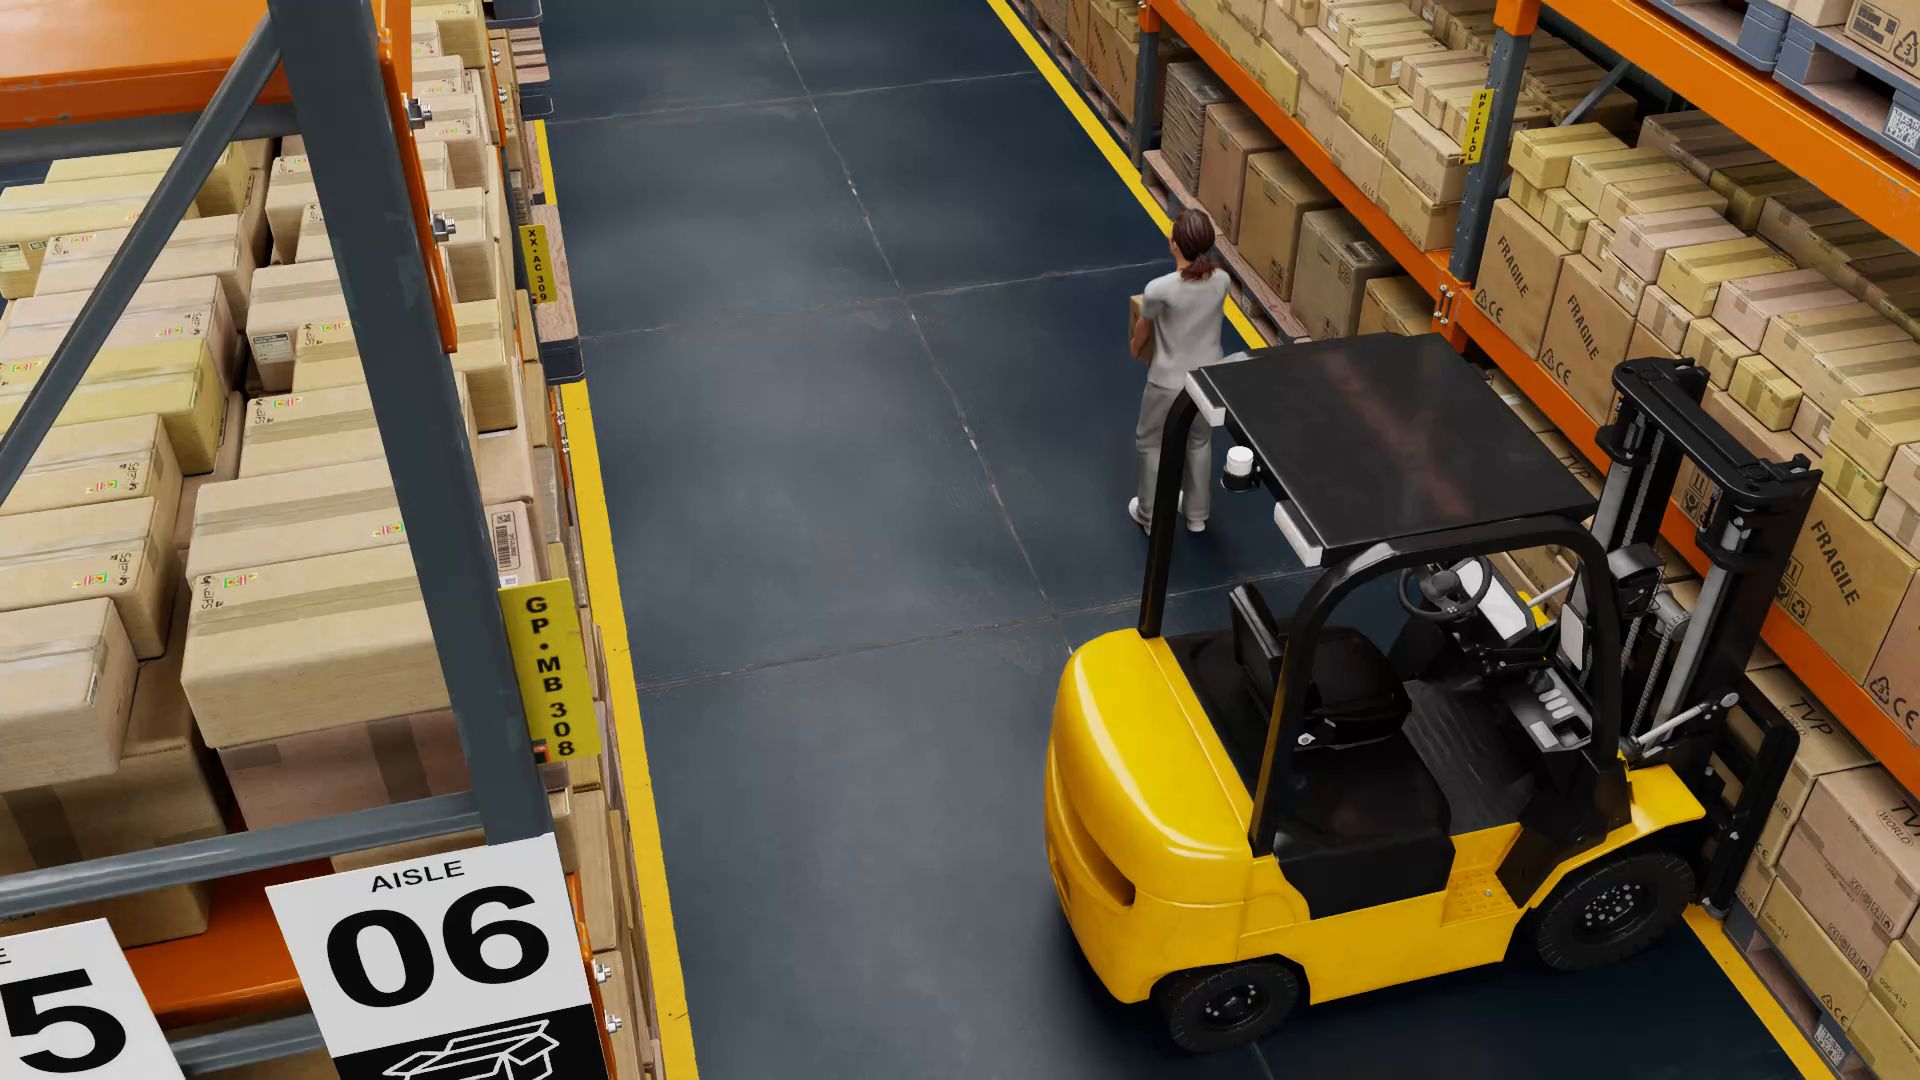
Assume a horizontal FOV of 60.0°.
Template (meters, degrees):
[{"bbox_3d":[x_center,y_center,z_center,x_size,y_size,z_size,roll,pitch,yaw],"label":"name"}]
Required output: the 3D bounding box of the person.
[{"bbox_3d":[0.996,-0.792,7.729,0.411,1.666,0.506,-10,39,-13],"label":"person"}]
